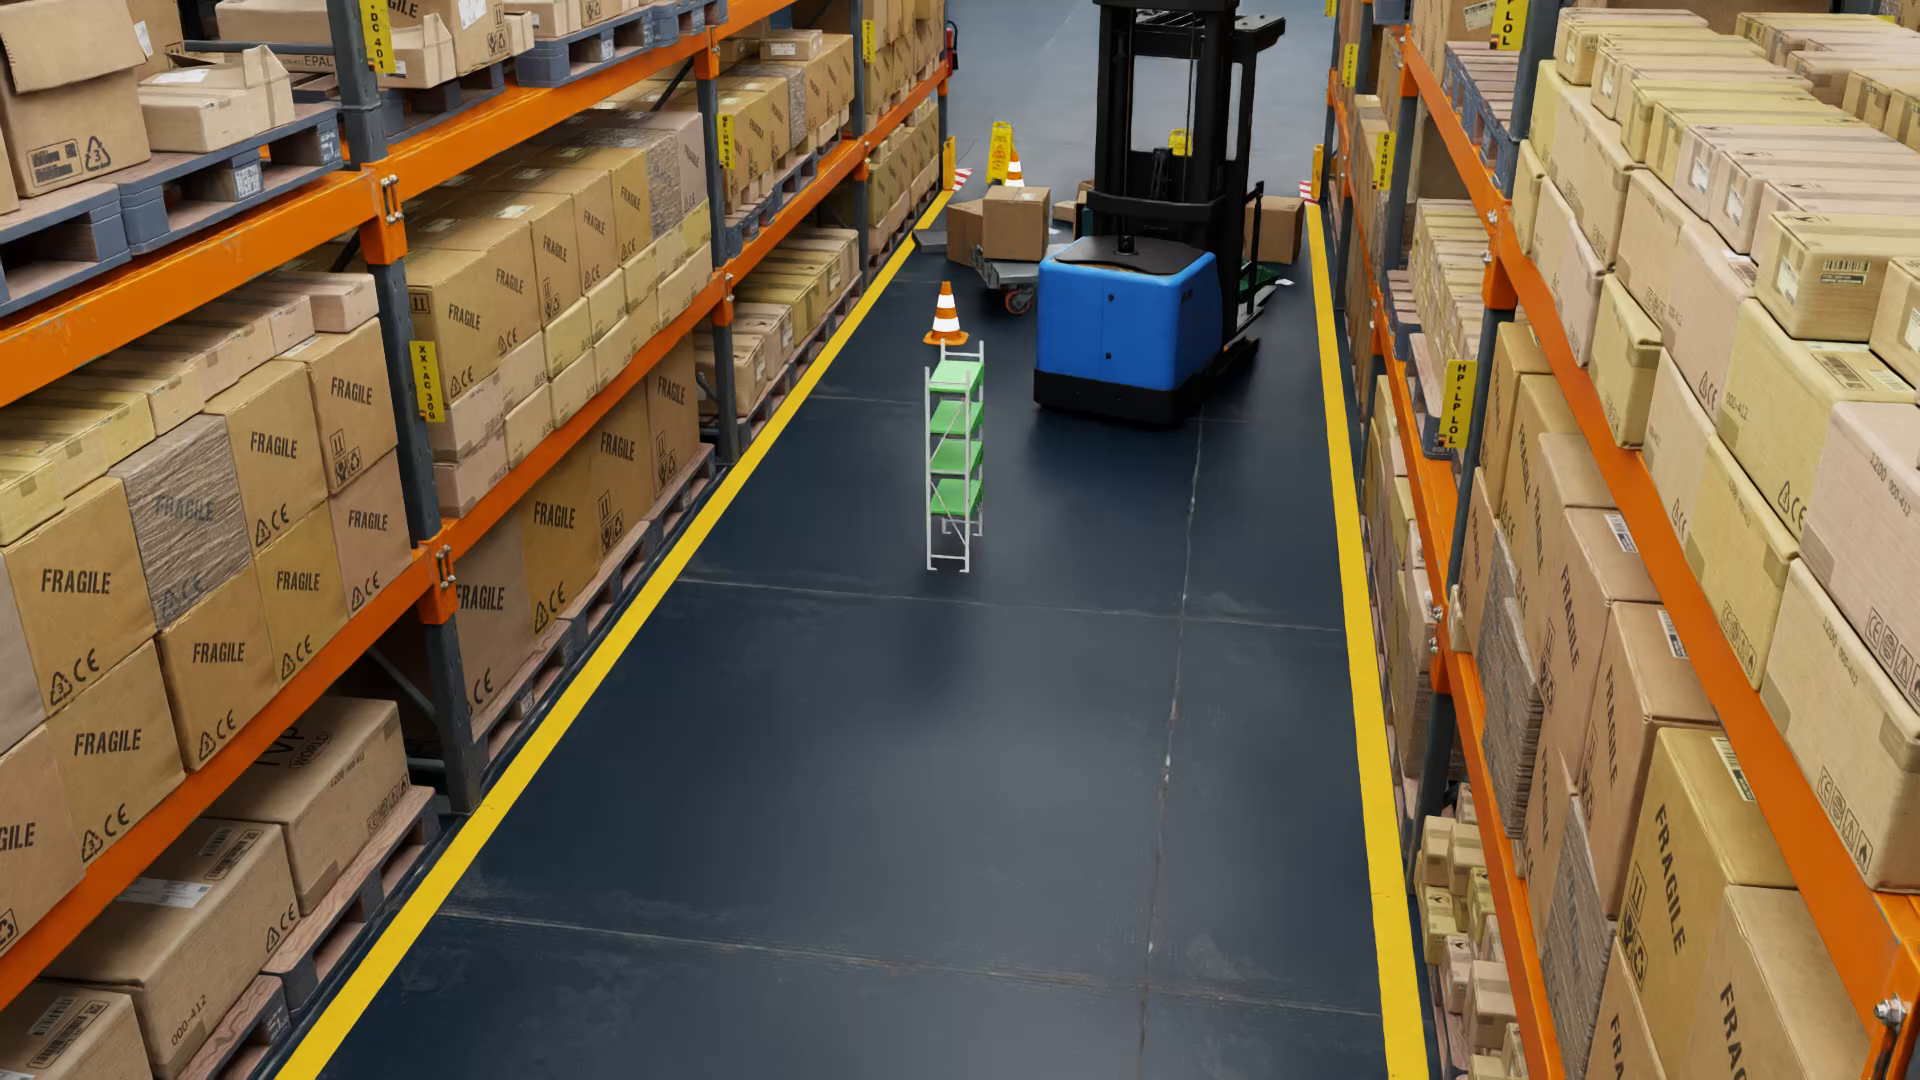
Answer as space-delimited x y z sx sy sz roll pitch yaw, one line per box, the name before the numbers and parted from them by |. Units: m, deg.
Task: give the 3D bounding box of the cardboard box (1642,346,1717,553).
cardboard box | 1.634 -0.164 3.200 0.500 0.250 0.500 5 26 11

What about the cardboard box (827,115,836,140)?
cardboard box | -1.168 -3.186 12.820 0.380 0.149 0.250 4 25 8

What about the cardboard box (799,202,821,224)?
cardboard box | -1.457 -3.114 14.728 0.500 0.500 0.500 4 25 8

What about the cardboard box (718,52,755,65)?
cardboard box | -1.824 -3.342 12.388 0.500 0.500 0.500 4 25 8

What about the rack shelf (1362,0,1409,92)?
rack shelf | 3.284 -3.459 10.912 1.077 0.370 4.000 4 25 9

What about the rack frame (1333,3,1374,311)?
rack frame | 3.611 -3.263 13.182 1.000 3.000 0.127 4 25 9

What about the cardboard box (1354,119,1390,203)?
cardboard box | 3.094 -2.687 11.833 0.500 0.500 0.500 4 25 8

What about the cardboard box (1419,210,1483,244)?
cardboard box | 2.649 -1.643 8.822 0.380 0.149 0.250 3 25 7

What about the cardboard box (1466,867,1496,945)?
cardboard box | 1.947 1.265 5.676 0.380 0.149 0.250 4 25 8

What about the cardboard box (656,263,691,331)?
cardboard box | -1.837 -1.378 9.333 0.500 0.250 0.500 4 25 9

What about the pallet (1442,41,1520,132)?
pallet | 2.676 -1.875 6.901 1.213 0.211 1.003 4 25 9

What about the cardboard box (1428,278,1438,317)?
cardboard box | 2.515 -1.178 8.178 0.380 0.149 0.250 4 25 9

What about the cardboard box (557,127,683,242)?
cardboard box | -1.845 -1.939 9.057 0.500 0.500 0.500 4 25 9

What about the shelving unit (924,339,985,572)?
shelving unit | -0.027 -0.474 9.348 0.258 1.200 0.503 4 25 9

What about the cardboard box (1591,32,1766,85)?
cardboard box | 1.955 -1.289 4.545 0.380 0.149 0.250 4 25 8

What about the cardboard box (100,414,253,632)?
cardboard box | -2.566 -0.074 5.072 0.500 0.500 0.500 4 25 9

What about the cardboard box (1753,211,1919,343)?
cardboard box | 1.529 -0.423 2.693 0.380 0.149 0.250 4 25 9

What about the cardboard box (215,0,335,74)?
cardboard box | -2.660 -2.109 6.789 0.500 0.311 0.500 4 25 9

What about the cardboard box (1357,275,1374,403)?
cardboard box | 3.285 -1.375 11.309 1.050 0.750 0.750 4 25 9

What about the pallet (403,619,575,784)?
pallet | -2.545 0.717 7.968 1.003 0.211 1.213 4 25 9

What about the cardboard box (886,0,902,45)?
cardboard box | -0.898 -4.577 14.343 0.700 0.500 0.500 4 25 9

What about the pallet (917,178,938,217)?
pallet | -0.815 -3.604 17.201 1.003 0.211 1.213 4 25 9

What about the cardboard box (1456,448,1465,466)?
cardboard box | 2.258 -0.386 6.837 0.380 0.149 0.250 4 25 8

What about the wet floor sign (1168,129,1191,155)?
wet floor sign | 2.316 -4.019 17.574 0.267 0.644 0.232 0 25 -1

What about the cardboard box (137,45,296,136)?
cardboard box | -2.385 -1.461 5.341 0.396 0.266 0.258 5 26 10

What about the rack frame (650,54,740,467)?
rack frame | -1.943 -1.891 10.251 1.000 3.000 0.127 4 25 9

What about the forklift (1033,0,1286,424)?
forklift | 1.628 -2.703 12.068 1.130 2.935 3.031 12 28 24

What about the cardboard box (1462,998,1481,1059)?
cardboard box | 1.902 1.643 5.570 0.380 0.149 0.250 4 25 7

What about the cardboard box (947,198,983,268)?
cardboard box | 0.229 -2.786 15.110 0.500 0.500 0.500 -20 32 -36

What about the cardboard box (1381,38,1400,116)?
cardboard box | 3.454 -3.338 12.045 0.700 0.500 0.500 4 25 8

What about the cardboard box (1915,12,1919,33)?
cardboard box | 8.614 -4.554 14.292 0.500 0.500 0.500 4 25 9

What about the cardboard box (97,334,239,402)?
cardboard box | -2.557 -0.545 5.314 0.380 0.149 0.250 4 25 8

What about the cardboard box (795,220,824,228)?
cardboard box | -1.458 -2.774 14.887 0.500 0.250 0.500 5 26 11

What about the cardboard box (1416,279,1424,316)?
cardboard box | 2.597 -1.268 8.722 0.380 0.149 0.250 5 26 11

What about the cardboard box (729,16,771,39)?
cardboard box | -1.715 -4.055 13.146 0.380 0.149 0.250 4 25 8

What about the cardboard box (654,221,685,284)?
cardboard box | -1.851 -1.614 9.247 0.500 0.250 0.500 3 25 7

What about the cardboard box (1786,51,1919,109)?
cardboard box | 2.331 -1.147 4.240 0.380 0.149 0.250 5 26 10

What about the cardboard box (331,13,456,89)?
cardboard box | -2.169 -1.890 6.375 0.396 0.266 0.258 4 25 8

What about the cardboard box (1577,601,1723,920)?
cardboard box | 1.638 0.485 3.528 0.500 0.500 0.500 5 26 11

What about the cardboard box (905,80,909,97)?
cardboard box | -0.689 -4.201 15.483 0.380 0.149 0.250 4 25 8

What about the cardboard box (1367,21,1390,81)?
cardboard box | 3.705 -3.972 13.246 0.875 0.550 0.550 4 25 9

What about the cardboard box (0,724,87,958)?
cardboard box | -2.732 0.804 4.376 0.500 0.500 0.500 4 25 8

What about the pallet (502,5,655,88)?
pallet | -2.175 -2.423 8.072 1.003 0.211 1.213 5 26 11

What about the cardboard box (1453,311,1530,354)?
cardboard box | 2.350 -0.877 7.184 0.380 0.149 0.250 3 25 7

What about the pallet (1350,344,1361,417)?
pallet | 3.362 -1.160 11.980 1.003 0.211 1.213 4 25 9

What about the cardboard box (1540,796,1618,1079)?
cardboard box | 1.632 0.943 3.729 0.500 0.500 0.500 4 25 9

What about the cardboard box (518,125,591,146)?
cardboard box | -2.336 -1.991 9.168 0.500 0.500 0.500 4 25 9

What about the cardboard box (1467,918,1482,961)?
cardboard box | 1.972 1.395 5.747 0.380 0.149 0.250 4 25 8

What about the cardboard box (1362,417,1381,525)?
cardboard box | 2.590 -0.370 9.455 0.500 0.500 0.500 3 25 6

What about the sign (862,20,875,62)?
sign | -0.741 -4.051 13.500 0.100 0.325 0.005 4 25 9

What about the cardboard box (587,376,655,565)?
cardboard box | -2.287 -0.463 9.211 0.875 0.875 0.875 4 25 9

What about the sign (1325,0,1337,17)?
sign | 3.718 -5.405 16.644 0.100 0.325 0.005 4 25 9

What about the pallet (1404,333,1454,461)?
pallet | 2.674 -0.672 7.874 1.003 0.211 1.213 4 25 9

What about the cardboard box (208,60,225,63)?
cardboard box | -6.052 -3.760 13.360 0.380 0.149 0.250 3 25 7

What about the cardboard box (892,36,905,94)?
cardboard box | -0.788 -4.329 14.991 0.500 0.500 0.500 4 25 8

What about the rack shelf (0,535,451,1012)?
rack shelf | -2.923 0.945 5.042 1.077 0.370 4.000 4 25 9

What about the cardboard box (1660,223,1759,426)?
cardboard box | 1.643 -0.399 3.114 0.500 0.250 0.500 4 25 9

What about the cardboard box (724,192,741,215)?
cardboard box | -1.627 -2.206 10.725 0.380 0.149 0.250 2 25 5

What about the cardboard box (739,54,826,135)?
cardboard box | -1.308 -3.302 12.301 0.500 0.500 0.500 5 26 10
